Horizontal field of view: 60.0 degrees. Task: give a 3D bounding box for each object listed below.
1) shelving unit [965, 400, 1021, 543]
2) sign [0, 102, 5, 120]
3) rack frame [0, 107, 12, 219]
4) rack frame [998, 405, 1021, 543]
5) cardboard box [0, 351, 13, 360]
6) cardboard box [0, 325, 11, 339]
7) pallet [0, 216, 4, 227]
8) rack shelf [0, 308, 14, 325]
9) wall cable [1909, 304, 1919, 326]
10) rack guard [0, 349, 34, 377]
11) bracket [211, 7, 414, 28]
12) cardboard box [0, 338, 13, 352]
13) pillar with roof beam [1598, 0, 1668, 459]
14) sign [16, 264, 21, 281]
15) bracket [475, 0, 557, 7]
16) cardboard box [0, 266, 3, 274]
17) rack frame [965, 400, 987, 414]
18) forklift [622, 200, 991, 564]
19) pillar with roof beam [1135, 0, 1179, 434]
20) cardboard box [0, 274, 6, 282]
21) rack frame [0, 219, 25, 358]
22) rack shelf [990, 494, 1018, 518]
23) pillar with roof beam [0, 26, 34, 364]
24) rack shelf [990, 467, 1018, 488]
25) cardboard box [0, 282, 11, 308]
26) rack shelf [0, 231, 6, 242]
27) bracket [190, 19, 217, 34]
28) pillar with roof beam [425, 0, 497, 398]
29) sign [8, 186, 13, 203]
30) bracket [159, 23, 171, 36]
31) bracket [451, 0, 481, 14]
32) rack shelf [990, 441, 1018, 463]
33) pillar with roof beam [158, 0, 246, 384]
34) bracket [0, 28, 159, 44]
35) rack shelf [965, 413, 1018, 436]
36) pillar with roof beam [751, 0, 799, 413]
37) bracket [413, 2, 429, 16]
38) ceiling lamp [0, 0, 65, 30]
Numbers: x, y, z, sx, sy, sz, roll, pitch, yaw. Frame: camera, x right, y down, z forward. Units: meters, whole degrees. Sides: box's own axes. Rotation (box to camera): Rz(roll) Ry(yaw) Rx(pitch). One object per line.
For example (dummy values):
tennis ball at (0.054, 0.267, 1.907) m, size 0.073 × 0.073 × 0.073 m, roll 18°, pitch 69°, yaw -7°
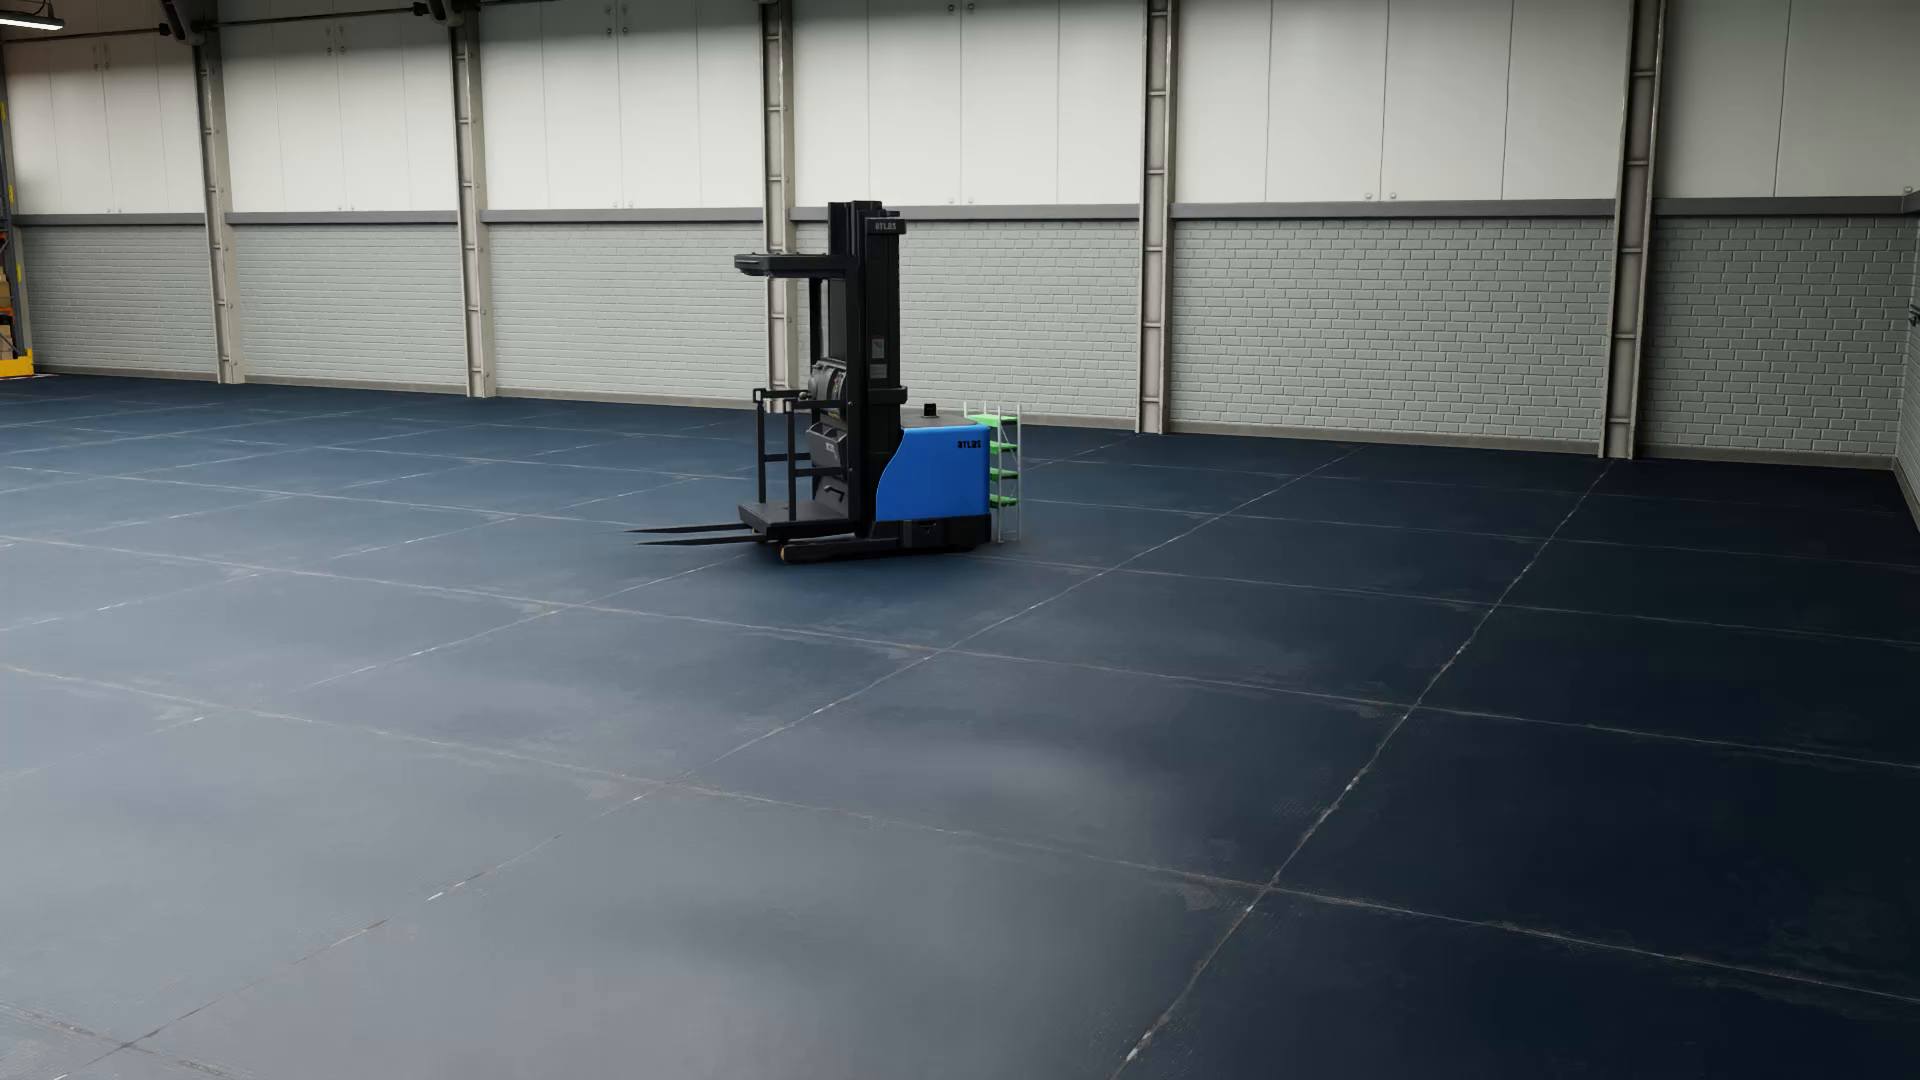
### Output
shelving unit at (0.287, -0.615, 14.757) m, size 0.258 × 1.200 × 0.503 m, roll -8°, pitch 13°, yaw -36°
sign at (-18.387, -8.237, 31.909) m, size 0.005 × 0.325 × 0.100 m, roll 5°, pitch 11°, yaw 26°
rack frame at (-18.638, -7.612, 31.519) m, size 0.127 × 3.000 × 1.000 m, roll 5°, pitch 11°, yaw 26°
rack frame at (0.434, -0.580, 14.565) m, size 0.240 × 1.200 × 0.015 m, roll -8°, pitch 13°, yaw -36°
cardboard box at (-18.992, -3.583, 32.648) m, size 0.500 × 0.250 × 0.500 m, roll 5°, pitch 11°, yaw 26°
cardboard box at (-18.986, -4.073, 32.548) m, size 0.500 × 0.250 × 0.500 m, roll 5°, pitch 11°, yaw 25°
pallet at (-19.261, -6.152, 32.125) m, size 1.213 × 0.211 × 1.003 m, roll 5°, pitch 11°, yaw 26°
rack shelf at (-20.432, -4.463, 32.989) m, size 4.000 × 0.370 × 1.077 m, roll 5°, pitch 11°, yaw 26°
wall cable at (10.096, -3.475, 17.383) m, size 0.112 × 2.526 × 3.097 m, roll 5°, pitch 11°, yaw 26°
rack guard at (-18.617, -3.428, 32.266) m, size 0.348 × 0.500 × 1.175 m, roll 5°, pitch 11°, yaw 26°
bracket at (-10.942, -8.815, 28.062) m, size 4.783 × 0.066 × 0.076 m, roll 5°, pitch 11°, yaw 26°
cardboard box at (-18.968, -3.829, 32.605) m, size 0.500 × 0.250 × 0.500 m, roll 5°, pitch 12°, yaw 27°
pillar with roof beam at (6.135, -4.759, 15.757) m, size 0.400 × 9.000 × 9.100 m, roll 5°, pitch 11°, yaw 26°
sign at (-18.387, -5.213, 32.457) m, size 0.005 × 0.325 × 0.100 m, roll 5°, pitch 11°, yaw 26°
bracket at (-5.562, -8.342, 25.449) m, size 4.783 × 0.066 × 0.076 m, roll 5°, pitch 11°, yaw 26°
cardboard box at (-18.845, -5.235, 32.295) m, size 0.250 × 0.149 × 0.380 m, roll 5°, pitch 11°, yaw 25°
rack frame at (0.141, -0.649, 14.949) m, size 0.240 × 1.200 × 0.015 m, roll -8°, pitch 13°, yaw -36°
forklift at (-1.301, -1.348, 13.946) m, size 3.031 × 2.935 × 1.130 m, roll -4°, pitch 11°, yaw -21°
pillar with roof beam at (0.754, -5.232, 18.369) m, size 0.400 × 9.000 × 9.100 m, roll 5°, pitch 11°, yaw 26°
cardboard box at (-18.828, -5.096, 32.364) m, size 0.250 × 0.149 × 0.380 m, roll 5°, pitch 11°, yaw 24°
rack frame at (-18.638, -4.660, 32.054) m, size 0.127 × 3.000 × 1.000 m, roll 5°, pitch 11°, yaw 26°
rack shelf at (0.287, -0.316, 14.811) m, size 0.258 × 0.148 × 0.480 m, roll -8°, pitch 13°, yaw -36°
pillar with roof beam at (-20.769, -7.123, 28.819) m, size 0.400 × 9.000 × 9.100 m, roll 5°, pitch 11°, yaw 26°
rack shelf at (0.287, -0.552, 14.768) m, size 0.258 × 0.148 × 0.480 m, roll -8°, pitch 13°, yaw -36°
cardboard box at (-18.960, -4.792, 32.506) m, size 0.500 × 0.500 × 0.500 m, roll 5°, pitch 12°, yaw 28°
rack shelf at (-20.432, -5.939, 32.721) m, size 4.000 × 0.370 × 1.077 m, roll 5°, pitch 11°, yaw 26°
bracket at (-13.268, -9.020, 29.191) m, size 0.430 × 0.232 × 0.235 m, roll 5°, pitch 11°, yaw 26°
pillar with roof beam at (-10.007, -6.177, 23.594) m, size 0.548 × 9.000 × 9.100 m, roll 5°, pitch 11°, yaw 26°
sign at (-18.387, -6.693, 32.189) m, size 0.005 × 0.325 × 0.100 m, roll 5°, pitch 11°, yaw 26°
bracket at (-14.013, -9.085, 29.552) m, size 0.430 × 0.232 × 0.235 m, roll 5°, pitch 11°, yaw 26°
bracket at (-7.887, -8.547, 26.579) m, size 0.430 × 0.232 × 0.235 m, roll 5°, pitch 11°, yaw 26°
rack shelf at (0.287, -0.788, 14.726) m, size 0.258 × 0.148 × 0.480 m, roll -8°, pitch 13°, yaw -36°
pillar with roof beam at (-15.388, -6.650, 26.207) m, size 0.548 × 9.000 × 9.100 m, roll 5°, pitch 11°, yaw 26°
bracket at (-16.323, -9.288, 30.674) m, size 4.783 × 0.066 × 0.076 m, roll 5°, pitch 11°, yaw 26°
rack shelf at (0.287, -1.024, 14.683) m, size 0.258 × 0.148 × 0.480 m, roll -8°, pitch 13°, yaw -36°
pillar with roof beam at (-4.627, -5.705, 20.982) m, size 0.548 × 9.000 × 9.100 m, roll 5°, pitch 11°, yaw 26°
bracket at (-8.632, -8.612, 26.940) m, size 0.430 × 0.232 × 0.235 m, roll 5°, pitch 11°, yaw 26°
ceiling lamp at (-14.261, -9.335, 24.652) m, size 0.800 × 3.185 × 2.000 m, roll 5°, pitch 11°, yaw 26°
